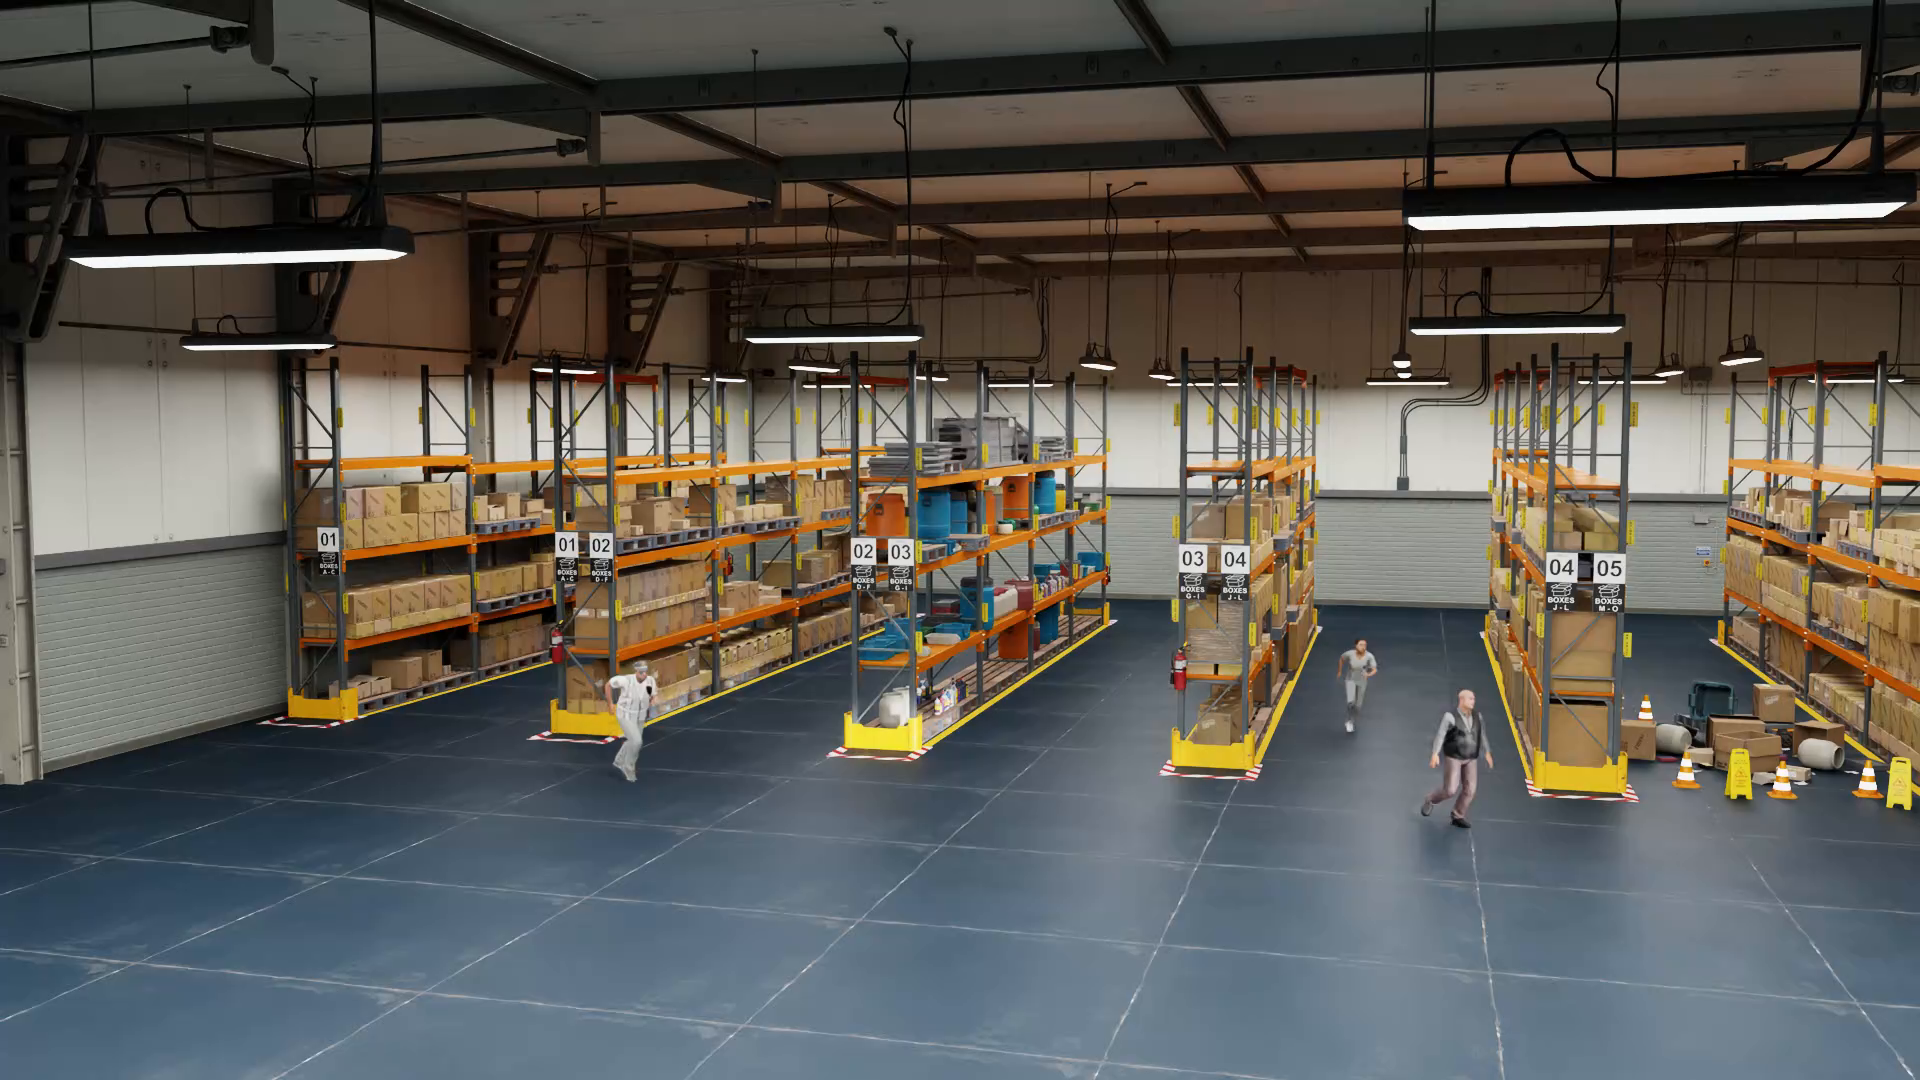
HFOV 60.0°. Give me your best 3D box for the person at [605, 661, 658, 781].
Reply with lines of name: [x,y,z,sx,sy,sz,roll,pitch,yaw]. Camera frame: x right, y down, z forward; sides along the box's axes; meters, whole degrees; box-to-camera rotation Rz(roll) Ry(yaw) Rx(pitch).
person: [-4.557,2.512,23.050,0.694,1.760,0.955,-4,6,-43]

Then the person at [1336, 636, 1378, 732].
person: [6.287,2.276,26.361,0.569,1.542,0.940,0,4,1]

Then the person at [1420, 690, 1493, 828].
person: [6.080,2.661,20.372,0.696,1.694,0.677,-1,4,-17]
